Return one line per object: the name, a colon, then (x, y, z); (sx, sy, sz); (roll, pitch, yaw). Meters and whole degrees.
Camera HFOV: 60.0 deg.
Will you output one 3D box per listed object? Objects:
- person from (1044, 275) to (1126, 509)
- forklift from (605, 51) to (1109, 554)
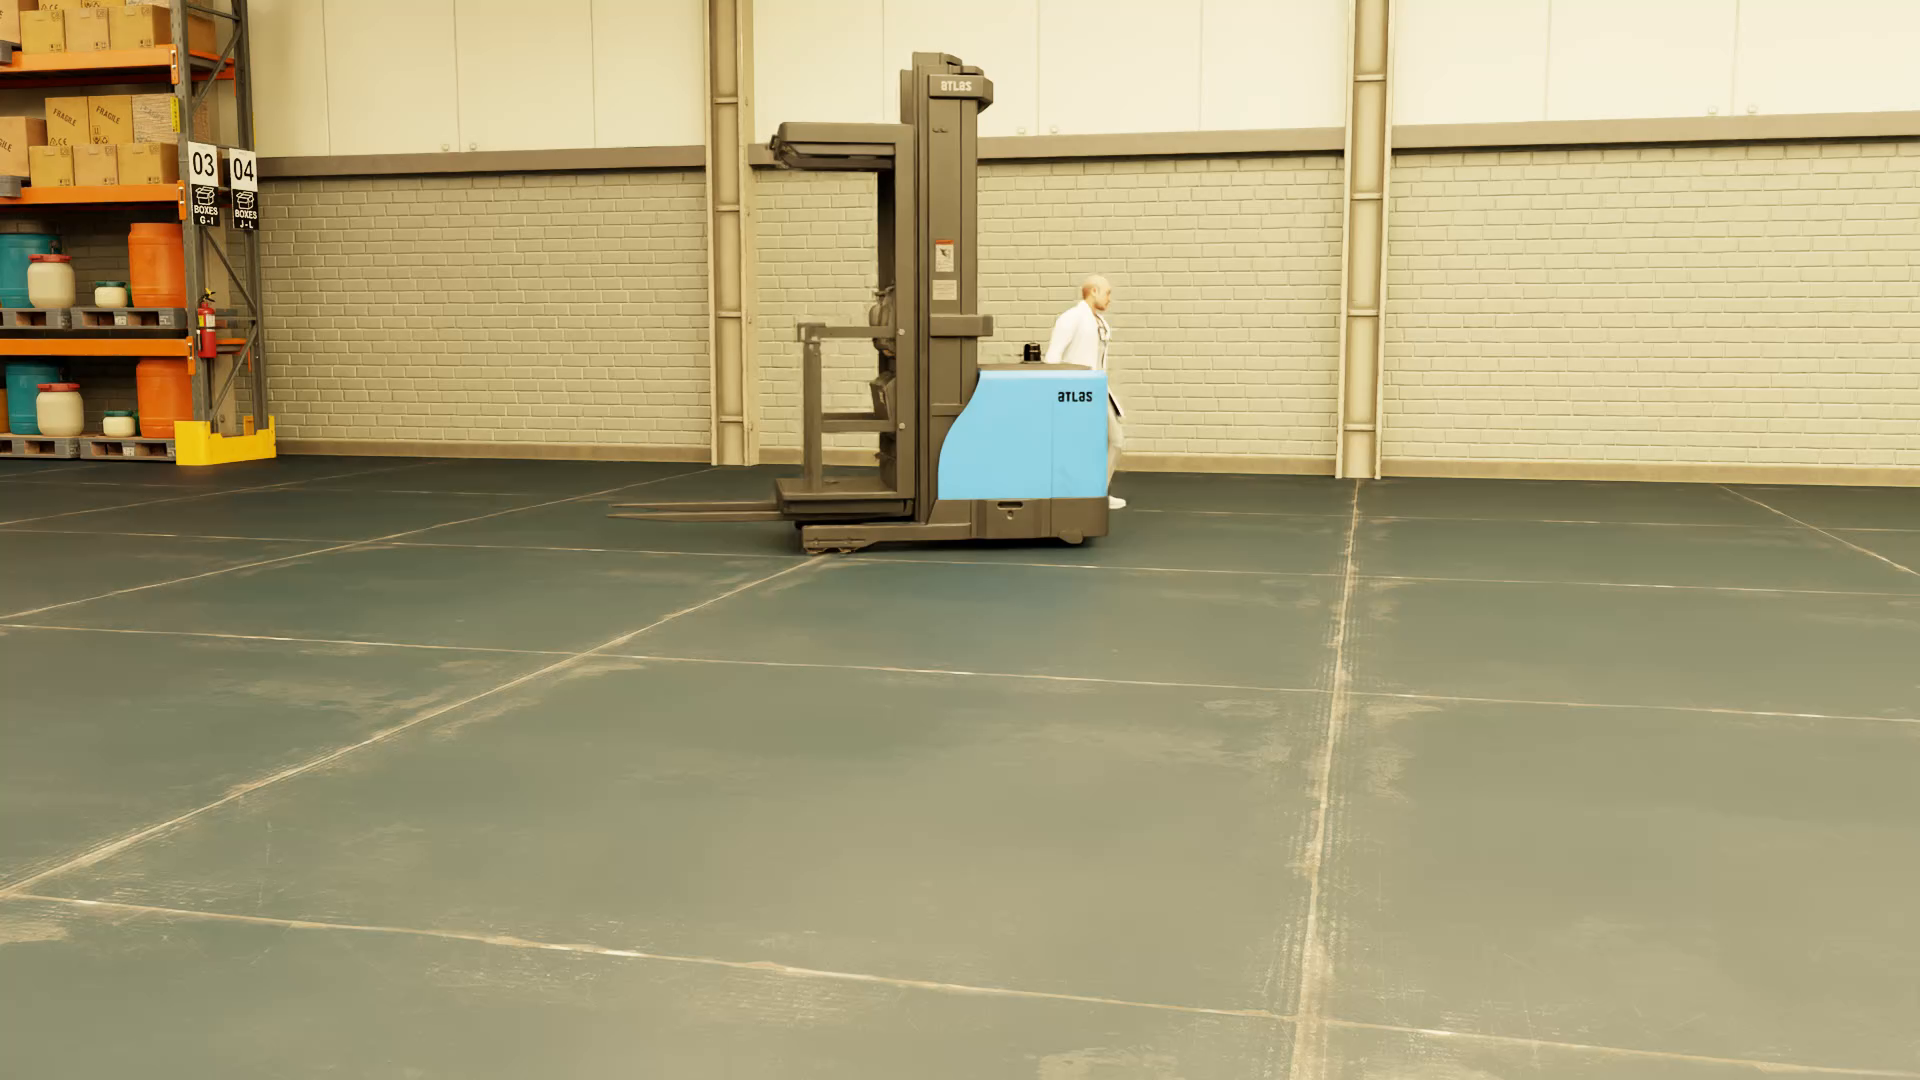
person: (0.843, -1.025, 12.020); (0.555, 1.758, 0.916); (5, 9, 35)
forklift: (-0.652, -1.442, 10.223); (3.031, 2.935, 1.130); (-1, 7, -8)
